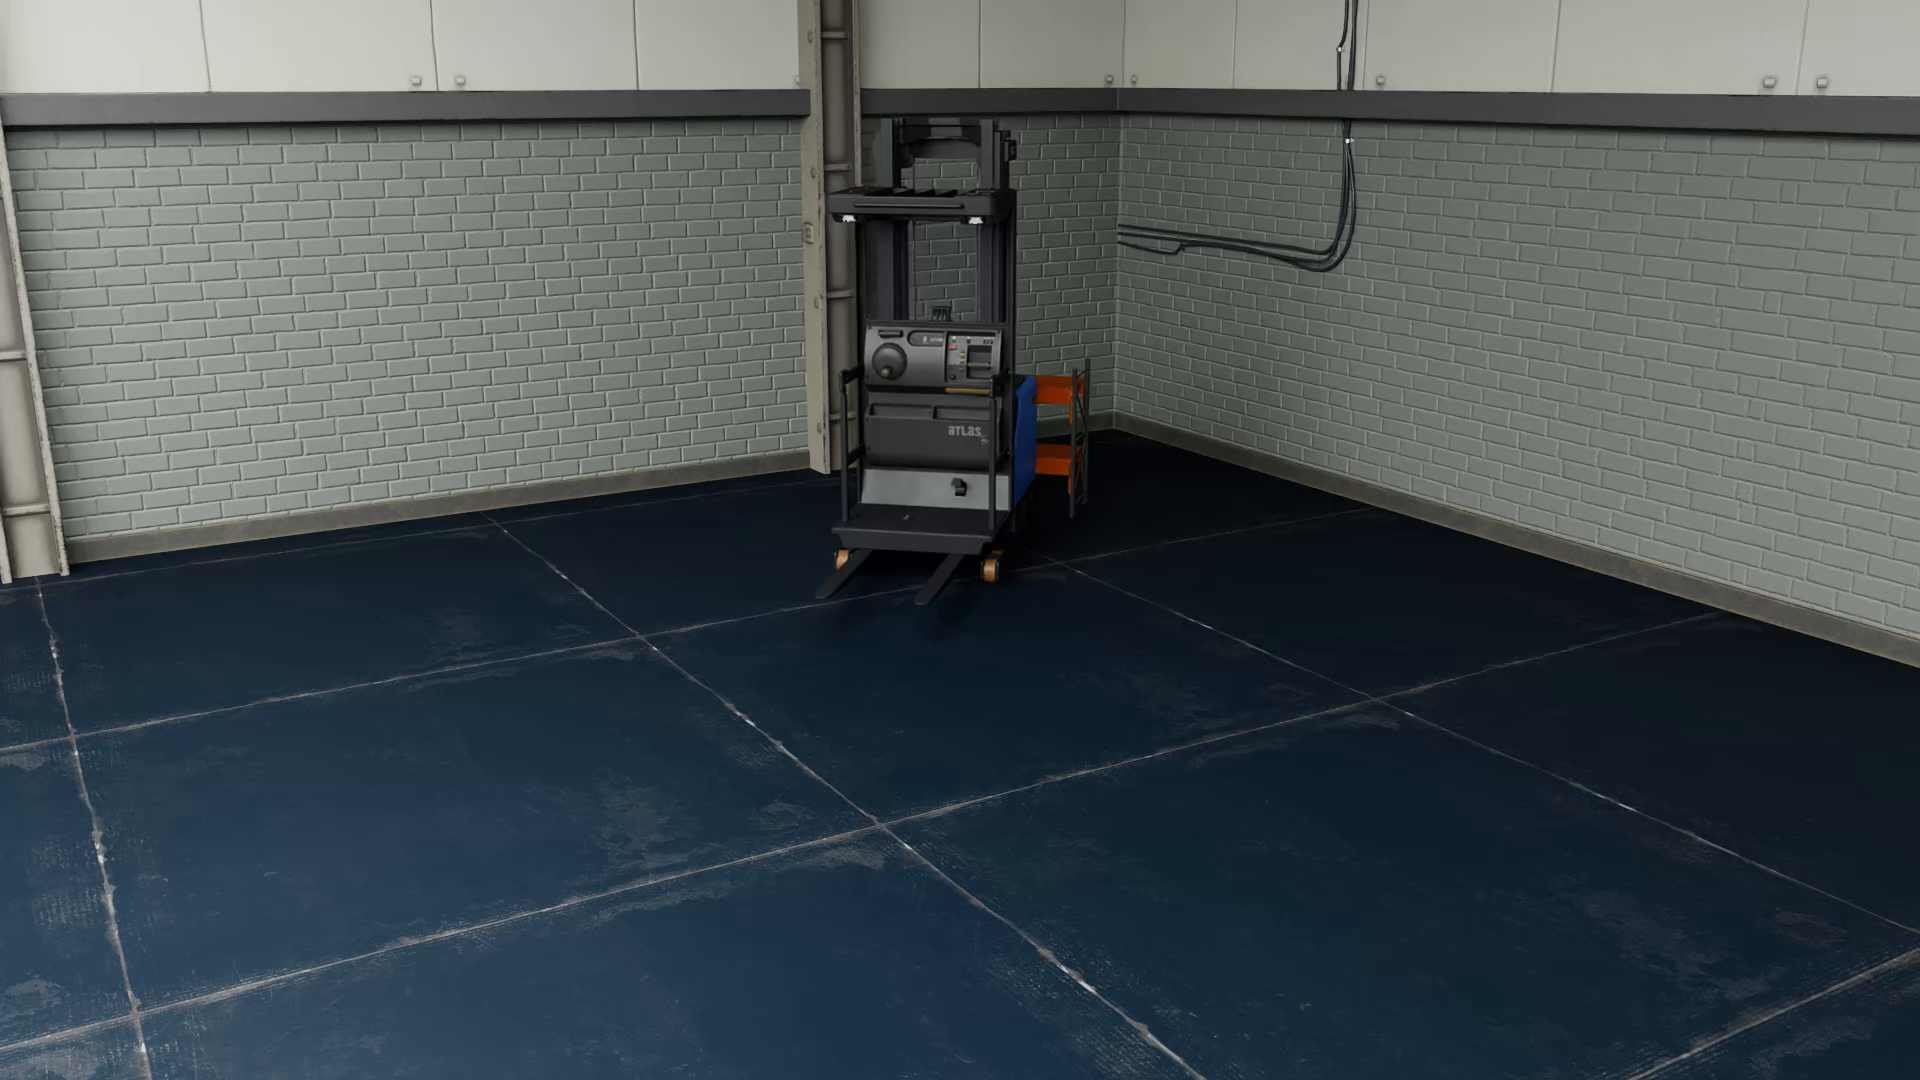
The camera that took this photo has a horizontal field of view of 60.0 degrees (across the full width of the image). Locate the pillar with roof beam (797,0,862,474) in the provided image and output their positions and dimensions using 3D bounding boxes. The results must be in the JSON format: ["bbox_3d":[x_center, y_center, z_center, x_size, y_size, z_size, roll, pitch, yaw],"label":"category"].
[{"bbox_3d":[1.180,-3.949,9.324,0.400,9.000,9.100,-9,18,-30],"label":"pillar with roof beam"}]

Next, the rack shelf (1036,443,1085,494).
[{"bbox_3d":[0.424,-0.585,12.820,1.000,0.278,0.538,5,16,16],"label":"rack shelf"}]

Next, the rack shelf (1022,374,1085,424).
[{"bbox_3d":[0.424,-1.103,12.675,1.000,0.278,0.538,5,16,16],"label":"rack shelf"}]

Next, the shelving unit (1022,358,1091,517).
[{"bbox_3d":[0.424,-0.821,12.754,1.048,1.125,0.538,5,16,16],"label":"shelving unit"}]

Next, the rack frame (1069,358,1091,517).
[{"bbox_3d":[0.911,-0.782,12.615,0.032,1.125,0.500,5,16,16],"label":"rack frame"}]

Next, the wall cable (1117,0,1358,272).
[{"bbox_3d":[2.169,-3.553,13.665,0.112,2.526,3.097,-9,18,-30],"label":"wall cable"}]

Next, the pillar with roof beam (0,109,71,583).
[{"bbox_3d":[-3.963,-3.114,6.348,0.400,9.000,9.100,-9,18,-30],"label":"pillar with roof beam"}]

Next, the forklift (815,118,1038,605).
[{"bbox_3d":[-0.220,-1.239,10.898,1.130,2.935,3.031,3,16,11],"label":"forklift"}]
